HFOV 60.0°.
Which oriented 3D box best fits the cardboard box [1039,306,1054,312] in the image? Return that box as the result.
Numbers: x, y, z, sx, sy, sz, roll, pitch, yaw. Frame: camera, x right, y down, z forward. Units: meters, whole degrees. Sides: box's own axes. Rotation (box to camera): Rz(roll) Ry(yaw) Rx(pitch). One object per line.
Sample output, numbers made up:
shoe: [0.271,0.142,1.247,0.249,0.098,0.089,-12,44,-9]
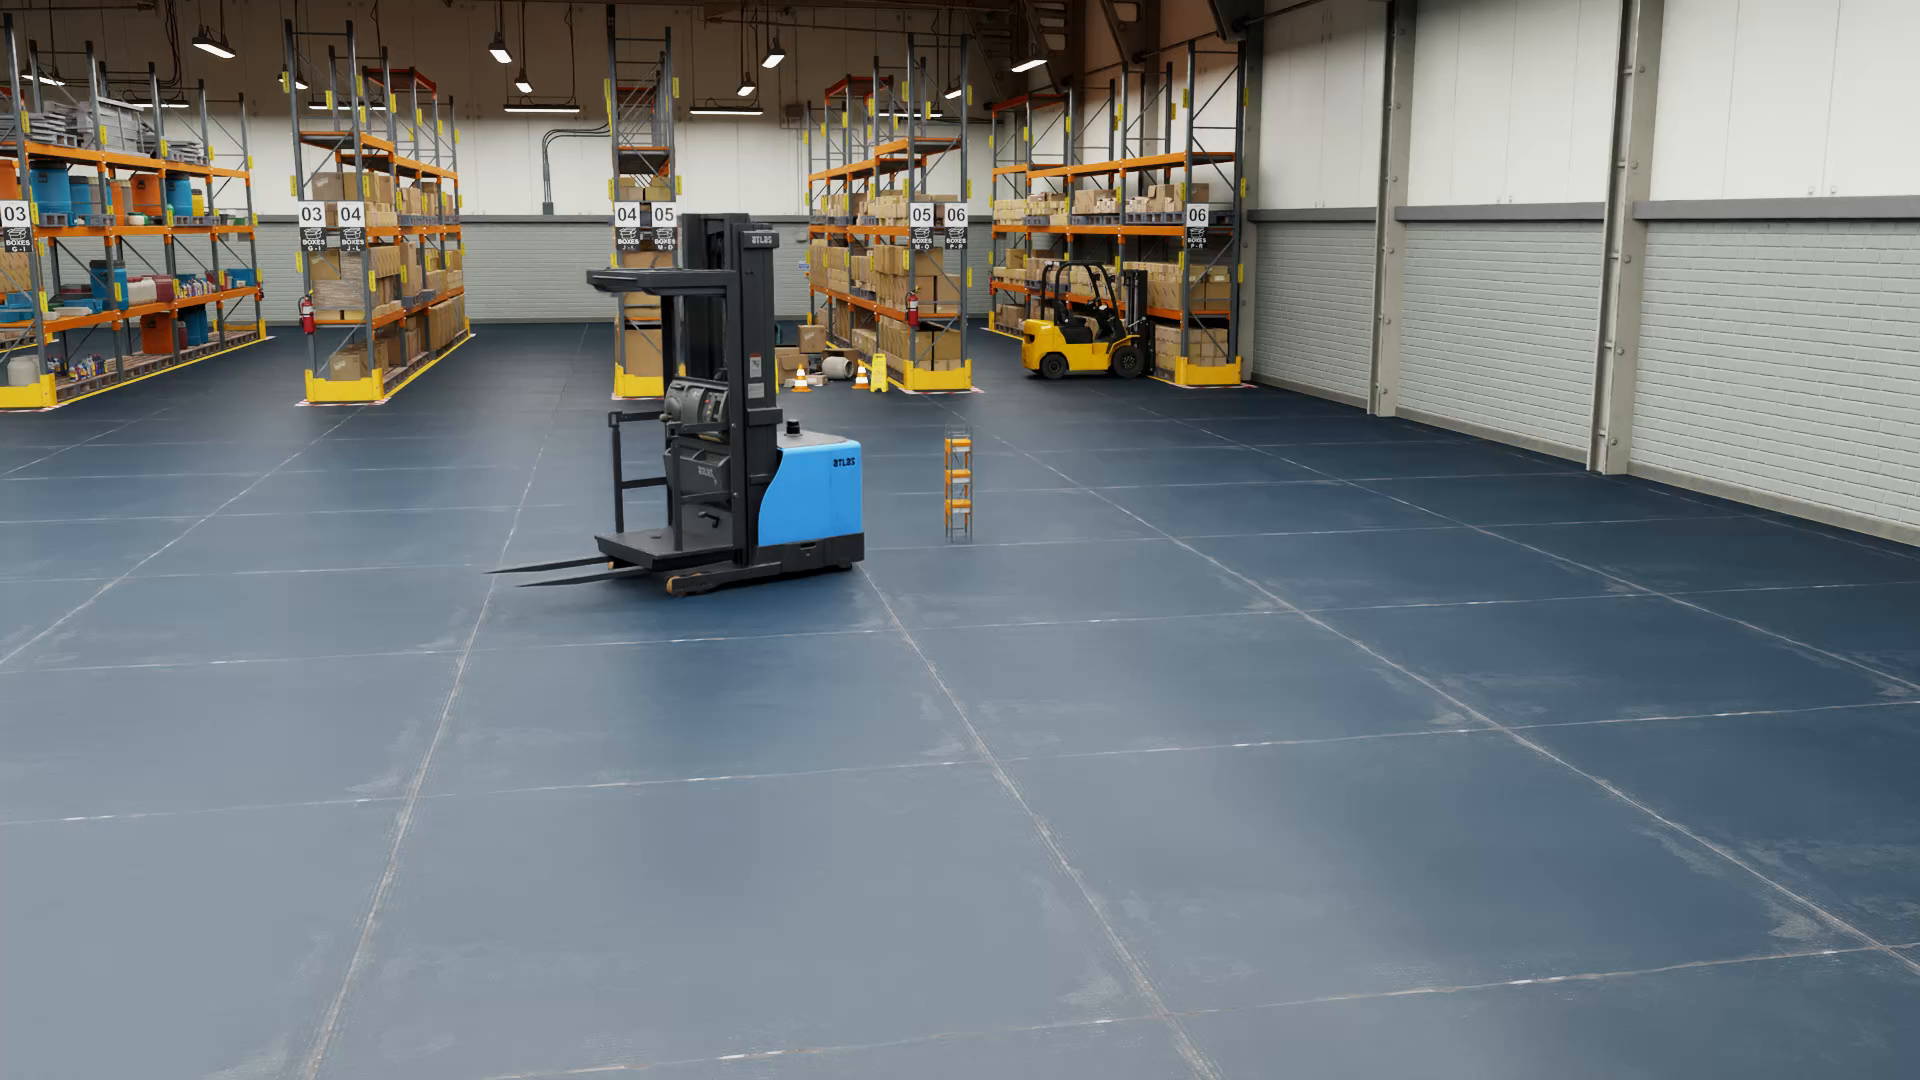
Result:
cardboard box: [2.153,-5.639,40.684,0.380,0.149,0.250,-3,11,-14]

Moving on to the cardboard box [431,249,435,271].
cardboard box: [-12.181,-6.270,37.218,0.797,0.503,0.637,-2,11,-10]

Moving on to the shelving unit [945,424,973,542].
shelving unit: [-0.010,-0.526,15.203,0.215,1.050,0.252,-2,11,-11]

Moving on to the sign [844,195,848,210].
sign: [-2.483,-7.345,36.203,0.100,0.325,0.005,-2,11,-11]

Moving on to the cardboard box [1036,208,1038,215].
cardboard box: [2.022,-7.861,39.790,0.380,0.149,0.250,-2,11,-12]

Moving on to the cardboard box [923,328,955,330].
cardboard box: [-0.378,-3.612,30.432,0.500,0.500,0.500,-3,11,-13]

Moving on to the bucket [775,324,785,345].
bucket: [-3.707,-3.863,32.213,0.726,0.611,0.620,2,1,9]

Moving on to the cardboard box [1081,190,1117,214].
cardboard box: [3.029,-7.326,36.039,0.700,0.500,0.500,-2,11,-12]

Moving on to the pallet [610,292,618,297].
pallet: [-7.016,-5.432,36.278,1.213,0.211,1.003,-2,11,-11]

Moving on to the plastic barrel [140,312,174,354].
plastic barrel: [-16.628,-4.286,34.429,0.600,0.830,0.708,-2,11,-11]

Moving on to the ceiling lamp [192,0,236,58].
ceiling lamp: [-12.967,-10.215,29.241,0.800,3.185,2.000,-2,11,-11]

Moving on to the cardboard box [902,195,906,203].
cardboard box: [-0.817,-6.018,29.365,0.380,0.149,0.250,-2,11,-12]

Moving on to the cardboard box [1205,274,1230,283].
cardboard box: [4.675,-4.751,30.187,0.380,0.149,0.250,-2,11,-12]

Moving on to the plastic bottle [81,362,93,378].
plastic bottle: [-15.203,-2.970,28.938,0.152,0.276,0.135,-2,11,-10]

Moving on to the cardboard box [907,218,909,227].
cardboard box: [-0.725,-5.536,28.962,0.380,0.149,0.250,-2,11,-11]

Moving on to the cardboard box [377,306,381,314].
cardboard box: [-10.173,-3.937,28.582,0.380,0.149,0.250,-2,11,-11]

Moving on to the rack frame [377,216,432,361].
rack frame: [-11.658,-5.237,34.744,1.000,3.000,0.127,-2,11,-11]

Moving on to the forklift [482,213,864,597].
forklift: [-2.280,-1.106,13.220,3.031,2.935,1.130,-8,14,-37]

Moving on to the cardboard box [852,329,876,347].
cardboard box: [-1.837,-4.409,36.297,0.950,0.372,0.625,-3,11,-15]

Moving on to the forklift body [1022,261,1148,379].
forklift body: [2.329,-4.176,31.438,2.313,2.155,1.214,-2,11,-11]

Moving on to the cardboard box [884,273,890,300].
cardboard box: [-1.142,-4.785,31.303,0.500,0.500,0.500,-2,11,-11]

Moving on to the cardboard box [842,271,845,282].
cardboard box: [-2.384,-5.943,37.516,0.500,0.250,0.500,-2,11,-12]

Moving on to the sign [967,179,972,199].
sign: [0.151,-6.053,28.670,0.100,0.325,0.005,-2,11,-11]

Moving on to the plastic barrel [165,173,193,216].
plastic barrel: [-16.812,-7.409,35.670,0.600,0.901,0.708,-2,11,-11]

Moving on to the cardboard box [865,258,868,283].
cardboard box: [-1.666,-5.528,34.084,0.500,0.500,0.500,-2,11,-9]

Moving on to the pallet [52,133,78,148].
pallet: [-15.310,-6.607,27.470,1.003,0.211,1.213,-2,11,-11]

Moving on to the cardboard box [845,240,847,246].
cardboard box: [-2.679,-7.349,41.164,0.380,0.149,0.250,-2,11,-12]

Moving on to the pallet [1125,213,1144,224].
pallet: [3.900,-6.320,32.646,1.003,0.211,1.213,-2,11,-11]

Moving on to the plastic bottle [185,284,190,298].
plastic bottle: [-16.463,-5.305,35.409,0.061,0.283,0.133,-2,11,-11]

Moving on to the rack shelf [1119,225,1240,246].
rack shelf: [4.098,-5.799,31.594,1.077,0.370,4.000,-2,11,-11]

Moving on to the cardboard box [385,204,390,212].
cardboard box: [-10.358,-5.905,29.566,0.380,0.149,0.250,-2,11,-13]

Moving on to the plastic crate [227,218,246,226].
plastic crate: [-17.600,-7.723,40.350,0.450,0.188,0.336,-2,11,-11]

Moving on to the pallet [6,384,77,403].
pallet: [-15.174,-2.381,27.197,1.003,0.211,1.213,-2,11,-11]

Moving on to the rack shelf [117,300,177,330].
rack shelf: [-16.127,-4.337,31.938,1.077,0.370,4.000,-2,11,-11]

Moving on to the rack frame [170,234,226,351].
rack frame: [-17.294,-5.791,37.652,1.000,3.000,0.127,-2,11,-11]

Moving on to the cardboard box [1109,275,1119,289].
cardboard box: [3.363,-5.298,34.126,0.500,0.250,0.500,-2,11,-12]

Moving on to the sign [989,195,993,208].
sign: [0.843,-9.129,44.832,0.100,0.325,0.005,-2,11,-11]

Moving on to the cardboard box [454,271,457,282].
cardboard box: [-12.557,-6.416,40.542,0.500,0.250,0.500,-2,11,-11]

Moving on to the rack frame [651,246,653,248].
rack frame: [-6.773,-5.399,35.594,1.000,3.000,0.127,-2,11,-11]

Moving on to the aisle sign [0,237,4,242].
aisle sign: [-23.233,-7.624,40.330,0.394,0.787,0.004,-2,11,-11]

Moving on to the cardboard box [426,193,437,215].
cardboard box: [-12.647,-7.890,39.002,0.700,0.500,0.500,-3,11,-14]

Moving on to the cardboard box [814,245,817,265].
cardboard box: [-3.464,-7.318,42.735,0.500,0.500,0.500,-2,11,-11]

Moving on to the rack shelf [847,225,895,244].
rack shelf: [-1.548,-6.351,34.497,1.077,0.370,4.000,-2,11,-11]

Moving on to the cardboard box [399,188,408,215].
cardboard box: [-11.058,-6.497,31.940,0.797,0.503,0.637,-2,11,-9]

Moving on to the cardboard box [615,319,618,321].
cardboard box: [-6.388,-4.054,33.422,1.050,0.750,0.750,-2,11,-11]

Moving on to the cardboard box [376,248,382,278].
cardboard box: [-10.032,-4.659,27.970,0.500,0.500,0.500,-2,11,-11]

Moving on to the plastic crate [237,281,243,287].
plastic crate: [-17.694,-6.228,40.492,0.396,0.136,0.243,-2,11,-11]

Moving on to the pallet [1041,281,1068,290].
pallet: [2.548,-6.041,39.480,1.003,0.211,1.213,-2,11,-11]

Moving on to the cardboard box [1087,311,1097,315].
cardboard box: [3.135,-5.183,38.285,0.380,0.149,0.250,-2,11,-8]

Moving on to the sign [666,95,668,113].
sign: [-5.446,-8.165,31.159,0.100,0.325,0.005,-2,11,-11]

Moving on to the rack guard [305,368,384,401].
rack guard: [-10.117,-2.556,27.342,1.175,0.500,0.348,-2,11,-11]

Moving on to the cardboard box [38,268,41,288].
cardboard box: [-22.578,-6.322,40.175,0.500,0.500,0.500,-2,11,-9]

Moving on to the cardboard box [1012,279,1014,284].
cardboard box: [1.561,-6.722,43.216,0.380,0.149,0.250,-2,11,-11]
